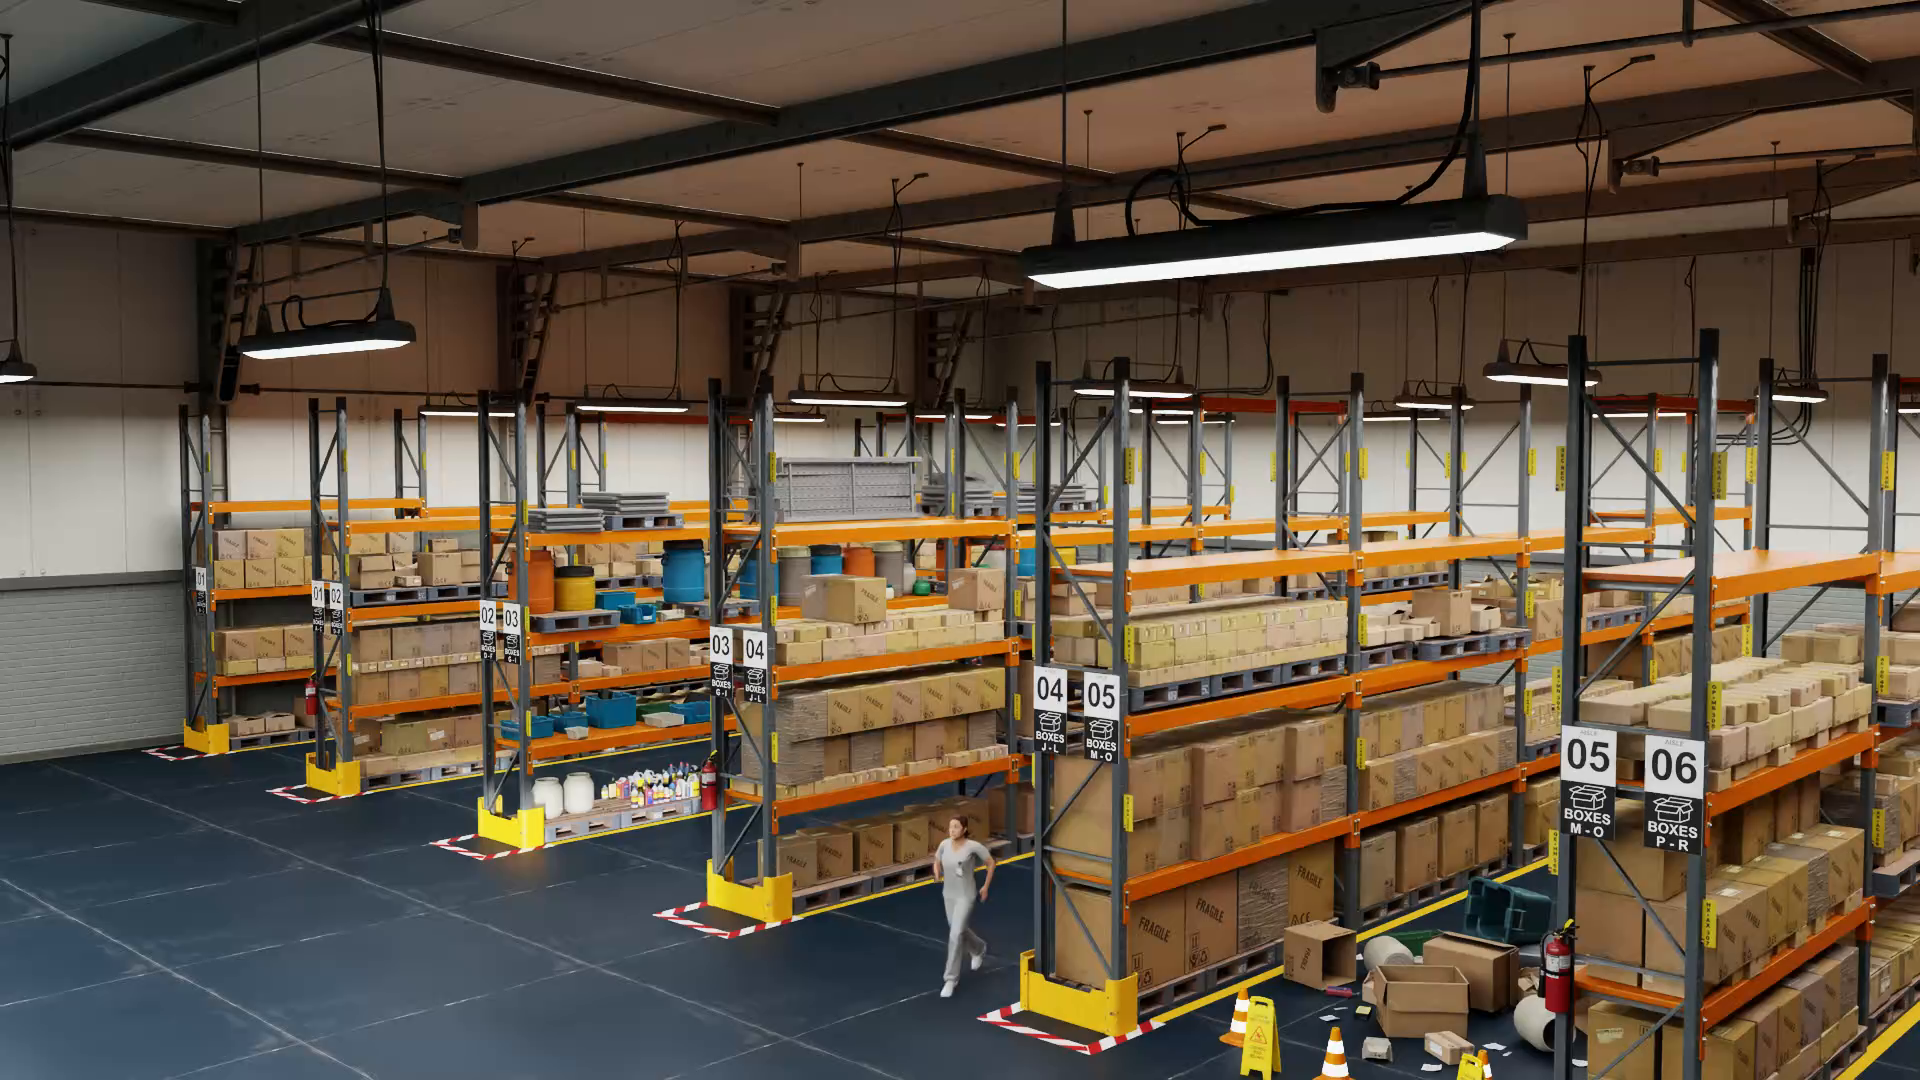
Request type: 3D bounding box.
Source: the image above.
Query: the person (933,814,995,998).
[{"bbox_3d":[0.012,3.484,16.159,0.601,1.678,0.930,2,4,32],"label":"person"}]
